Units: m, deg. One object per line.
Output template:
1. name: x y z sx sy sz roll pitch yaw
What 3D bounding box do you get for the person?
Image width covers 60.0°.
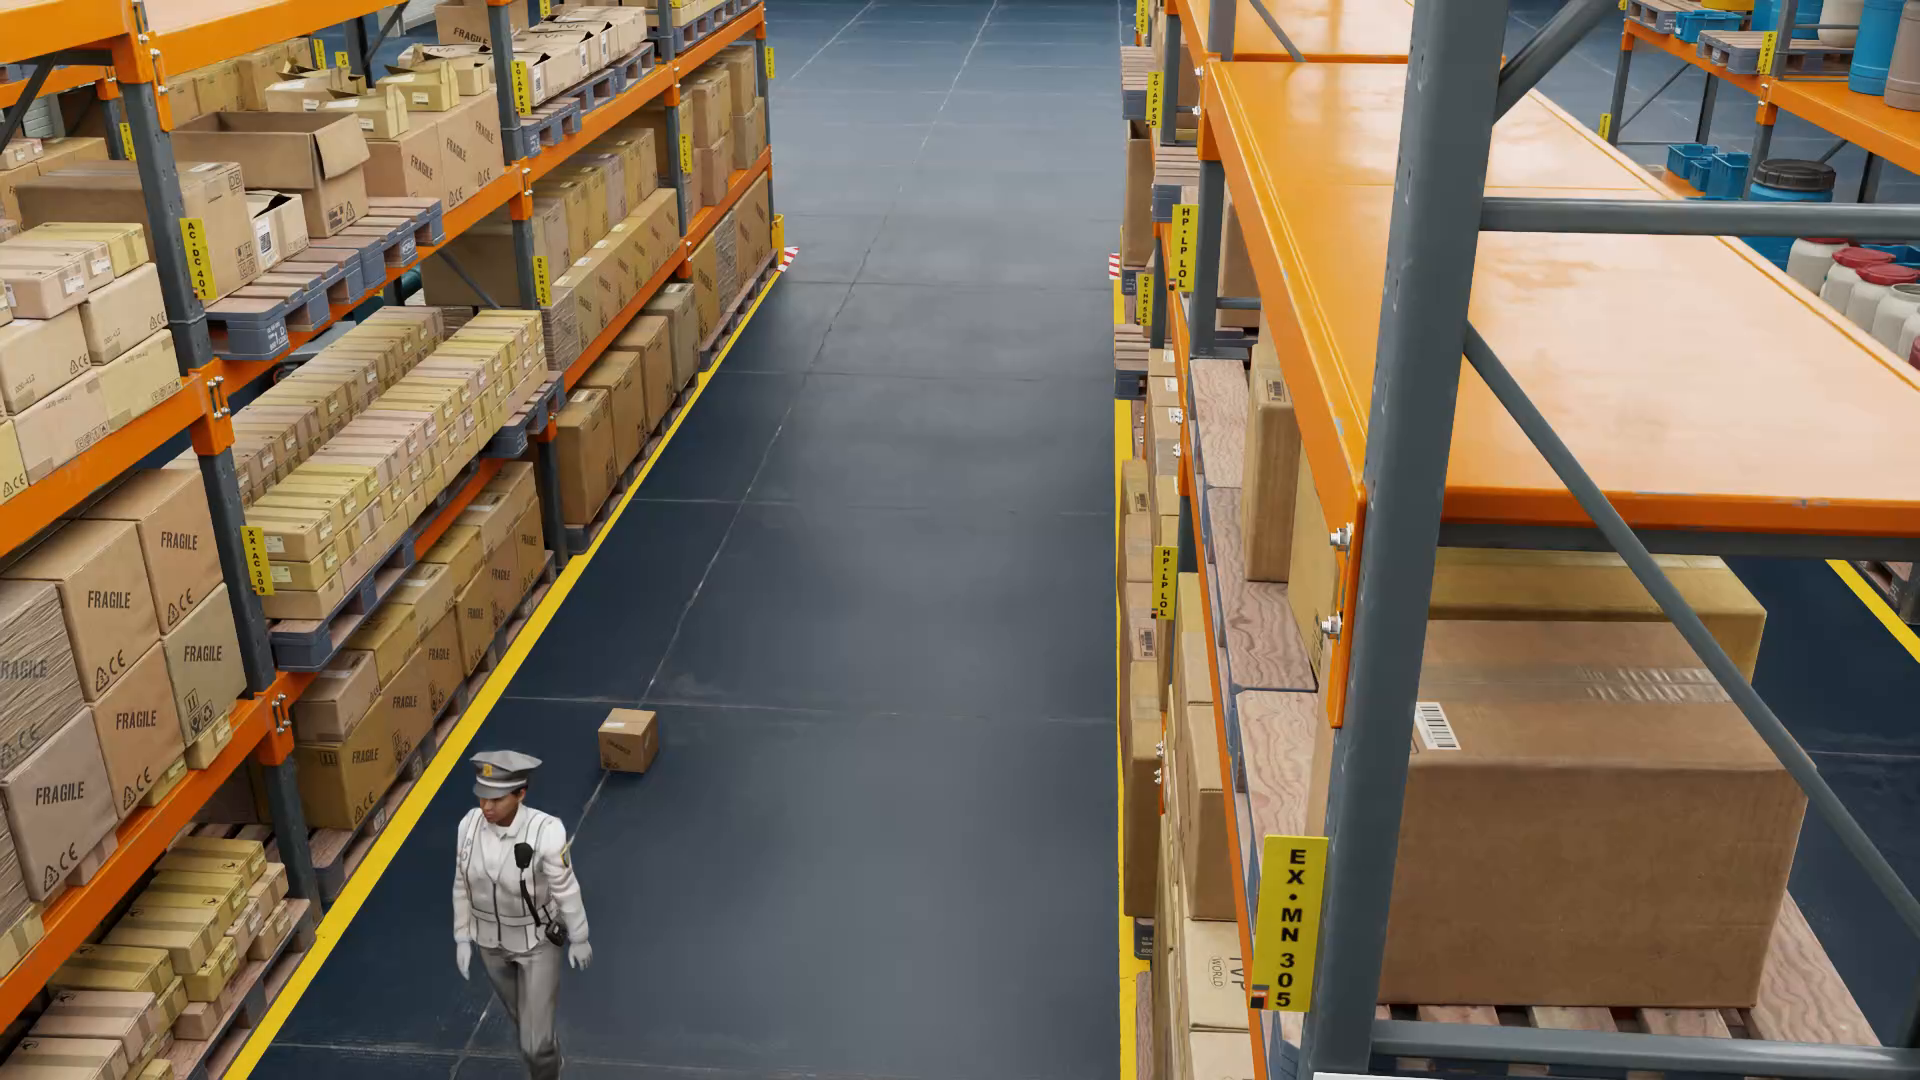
1. person: -1.729 1.594 6.508 0.522 1.747 0.496 7 25 14
